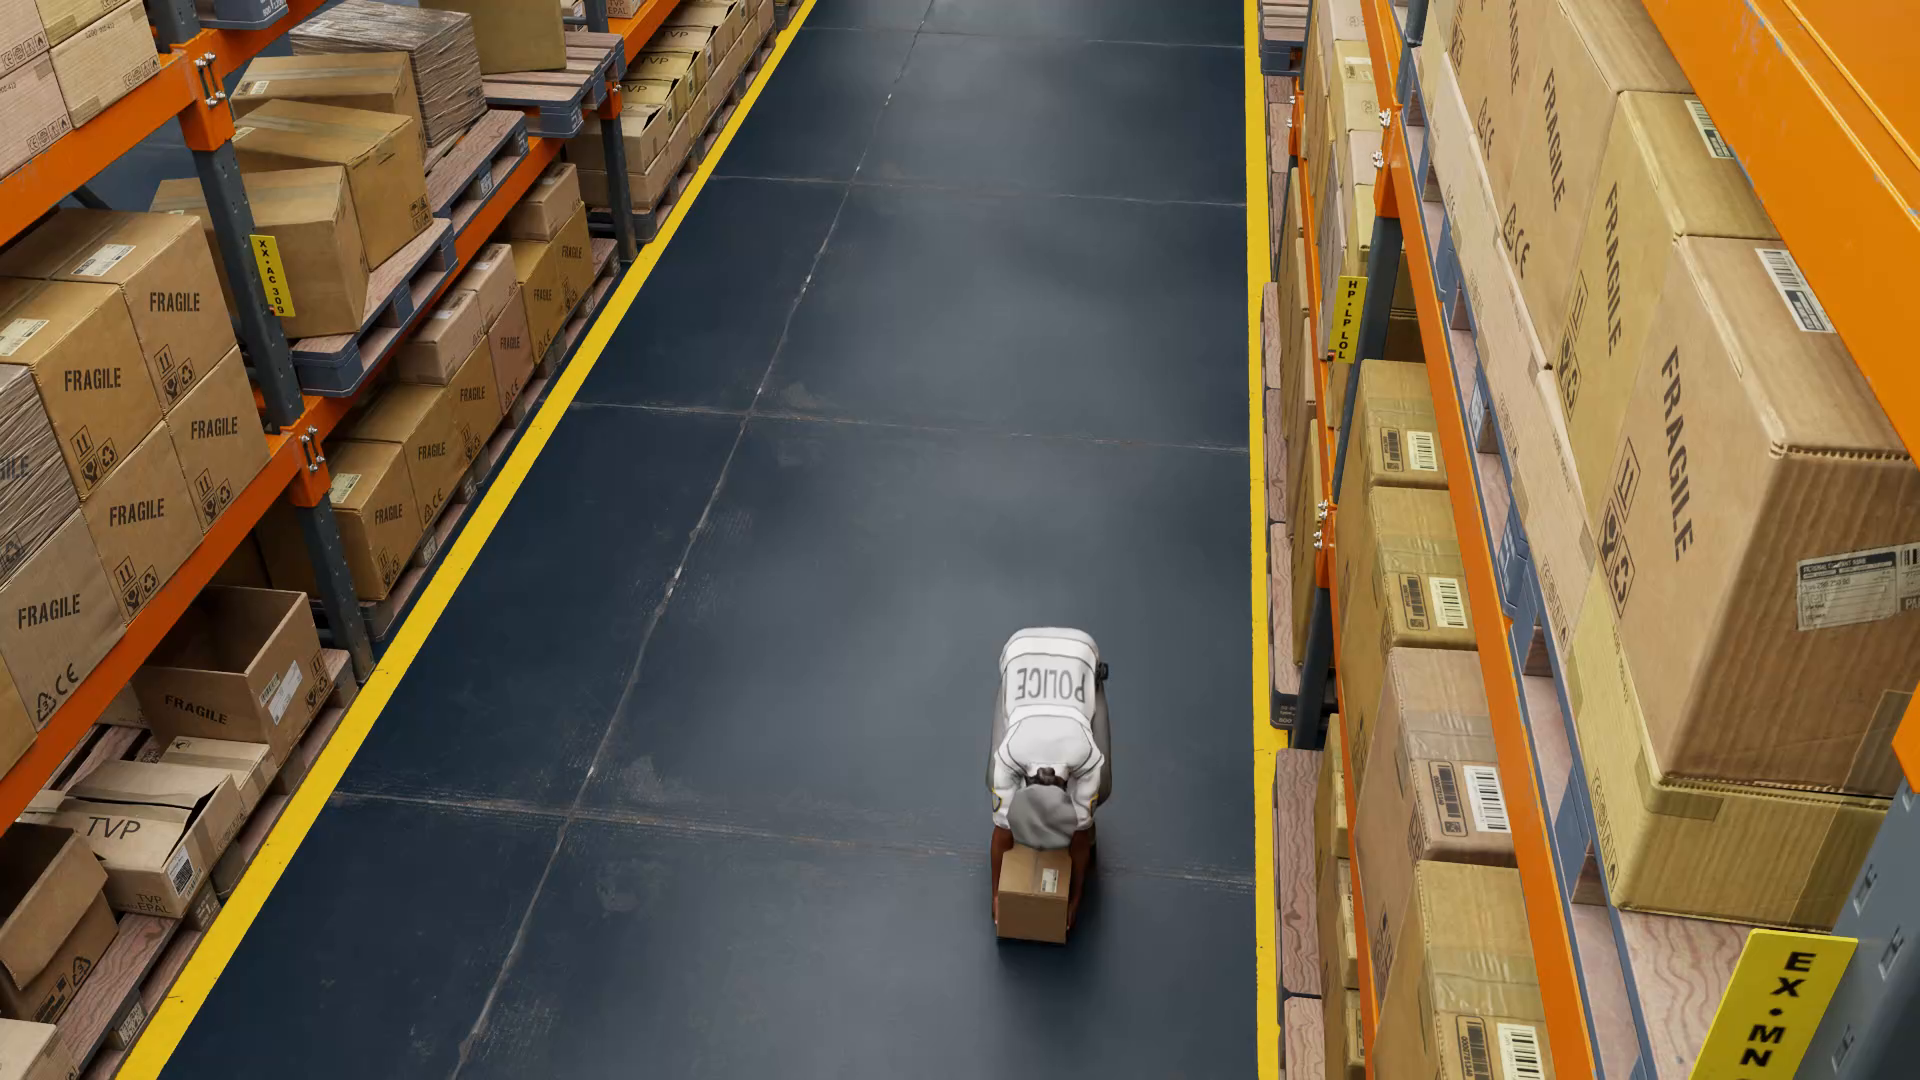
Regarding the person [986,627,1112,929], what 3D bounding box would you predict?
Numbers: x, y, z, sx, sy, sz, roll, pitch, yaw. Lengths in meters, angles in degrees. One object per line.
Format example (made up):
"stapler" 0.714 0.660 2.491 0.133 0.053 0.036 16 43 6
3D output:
"person" 0.329 0.863 6.136 0.468 0.881 0.904 3 36 4
